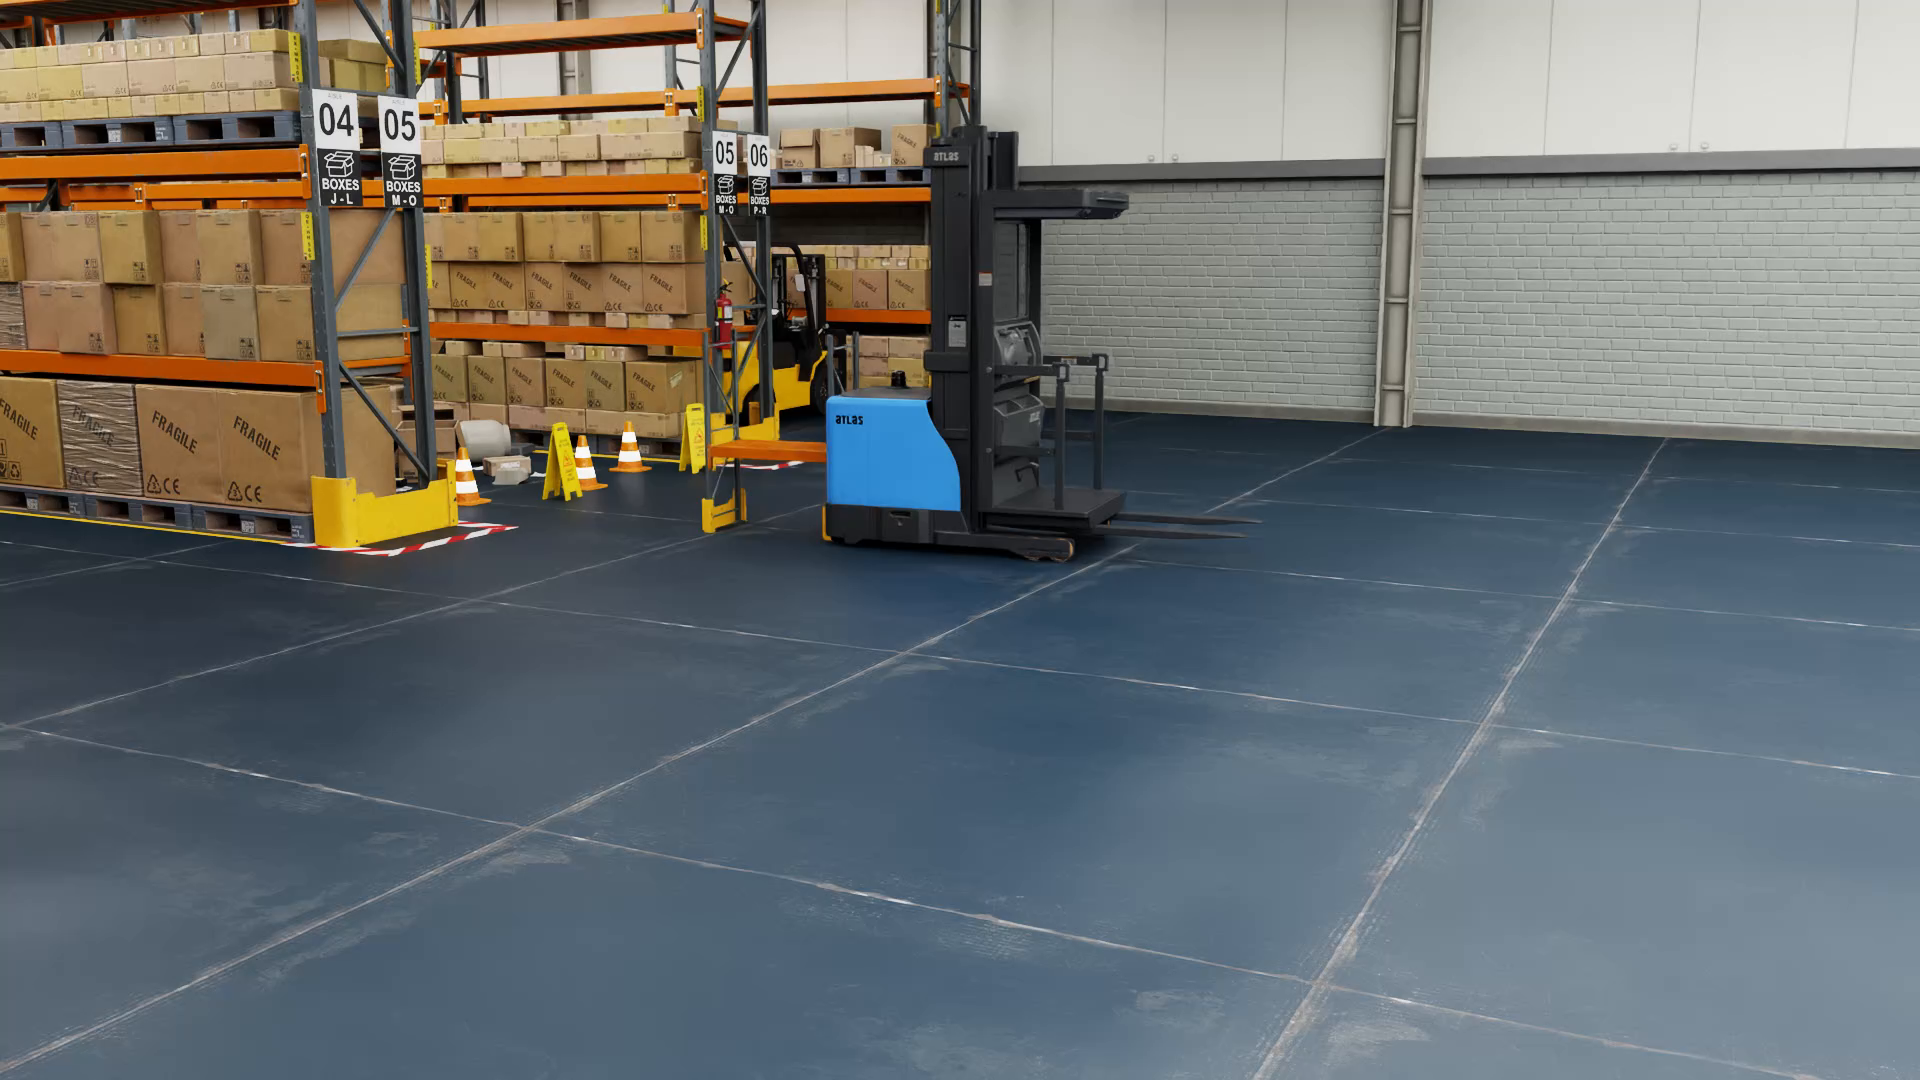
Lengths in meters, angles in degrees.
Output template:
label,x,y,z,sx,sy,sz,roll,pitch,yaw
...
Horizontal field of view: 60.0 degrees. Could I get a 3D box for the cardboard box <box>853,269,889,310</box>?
label,x,y,z,sx,sy,sz,roll,pitch,yaw
cardboard box,-1.027,-3.202,21.217,0.500,0.500,0.500,5,12,28

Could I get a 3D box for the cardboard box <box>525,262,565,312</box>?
label,x,y,z,sx,sy,sz,roll,pitch,yaw
cardboard box,-4.150,-2.638,17.266,0.500,0.500,0.500,5,11,26

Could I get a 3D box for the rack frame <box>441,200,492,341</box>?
label,x,y,z,sx,sy,sz,roll,pitch,yaw
rack frame,-7.183,-3.744,24.493,0.127,3.000,1.000,5,11,26

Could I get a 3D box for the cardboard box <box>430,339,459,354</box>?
label,x,y,z,sx,sy,sz,roll,pitch,yaw
cardboard box,-7.657,-2.719,24.672,0.500,0.500,0.500,5,12,27

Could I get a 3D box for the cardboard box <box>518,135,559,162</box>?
label,x,y,z,sx,sy,sz,roll,pitch,yaw
cardboard box,-4.151,-3.986,16.992,0.500,0.250,0.500,5,11,26

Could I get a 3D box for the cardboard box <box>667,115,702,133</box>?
label,x,y,z,sx,sy,sz,roll,pitch,yaw
cardboard box,-2.635,-4.045,16.199,0.250,0.149,0.380,5,11,26

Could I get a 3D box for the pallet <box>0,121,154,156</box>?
label,x,y,z,sx,sy,sz,roll,pitch,yaw
pallet,-7.159,-3.203,13.332,1.213,0.211,1.003,5,11,26

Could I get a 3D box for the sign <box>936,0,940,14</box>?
label,x,y,z,sx,sy,sz,roll,pitch,yaw
sign,-0.261,-6.478,19.912,0.005,0.325,0.100,5,11,26

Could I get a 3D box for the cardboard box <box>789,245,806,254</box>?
label,x,y,z,sx,sy,sz,roll,pitch,yaw
cardboard box,-2.019,-3.765,21.674,0.250,0.149,0.380,5,11,26

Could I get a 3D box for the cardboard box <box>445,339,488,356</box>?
label,x,y,z,sx,sy,sz,roll,pitch,yaw
cardboard box,-5.293,-2.068,17.850,0.250,0.149,0.380,5,11,27

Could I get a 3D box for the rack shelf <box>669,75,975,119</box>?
label,x,y,z,sx,sy,sz,roll,pitch,yaw
rack shelf,-1.802,-5.672,21.446,4.000,0.370,1.077,5,11,26

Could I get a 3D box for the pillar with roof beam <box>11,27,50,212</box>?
label,x,y,z,sx,sy,sz,roll,pitch,yaw
pillar with roof beam,-18.281,-6.995,25.612,0.548,9.000,9.100,5,11,26

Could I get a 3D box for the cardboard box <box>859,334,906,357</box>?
label,x,y,z,sx,sy,sz,roll,pitch,yaw
cardboard box,-1.020,-2.485,21.270,0.500,0.250,0.500,5,12,27

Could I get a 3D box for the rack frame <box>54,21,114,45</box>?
label,x,y,z,sx,sy,sz,roll,pitch,yaw
rack frame,-14.357,-7.326,27.442,0.127,3.000,1.000,5,11,26

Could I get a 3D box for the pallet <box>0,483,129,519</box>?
label,x,y,z,sx,sy,sz,roll,pitch,yaw
pallet,-7.241,-0.392,13.805,1.213,0.211,1.003,5,11,26

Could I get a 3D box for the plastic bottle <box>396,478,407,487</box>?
label,x,y,z,sx,sy,sz,roll,pitch,yaw
plastic bottle,-5.122,-0.518,14.919,0.283,0.061,0.133,1,10,6

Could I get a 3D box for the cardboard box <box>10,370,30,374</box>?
label,x,y,z,sx,sy,sz,roll,pitch,yaw
cardboard box,-11.558,-2.321,21.418,0.875,0.875,0.875,5,12,27

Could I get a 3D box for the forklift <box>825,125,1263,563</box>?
label,x,y,z,sx,sy,sz,roll,pitch,yaw
forklift,0.599,-1.395,11.705,3.031,2.935,1.130,4,11,20

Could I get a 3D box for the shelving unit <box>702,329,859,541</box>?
label,x,y,z,sx,sy,sz,roll,pitch,yaw
shelving unit,-1.344,-0.813,12.512,1.083,1.500,0.587,4,11,20

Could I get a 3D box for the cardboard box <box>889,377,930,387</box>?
label,x,y,z,sx,sy,sz,roll,pitch,yaw
cardboard box,-0.570,-1.953,21.143,0.500,0.250,0.500,5,11,26

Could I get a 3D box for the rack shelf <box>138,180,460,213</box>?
label,x,y,z,sx,sy,sz,roll,pitch,yaw
rack shelf,-7.582,-3.915,19.037,4.000,0.370,1.077,5,11,26

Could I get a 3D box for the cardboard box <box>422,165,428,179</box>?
label,x,y,z,sx,sy,sz,roll,pitch,yaw
cardboard box,-5.616,-3.923,17.769,0.250,0.149,0.380,5,11,25

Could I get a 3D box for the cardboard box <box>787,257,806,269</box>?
label,x,y,z,sx,sy,sz,roll,pitch,yaw
cardboard box,-2.048,-3.605,21.623,0.250,0.149,0.380,5,11,25

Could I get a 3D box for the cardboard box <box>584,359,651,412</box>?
label,x,y,z,sx,sy,sz,roll,pitch,yaw
cardboard box,-3.505,-1.605,17.111,0.500,0.500,0.500,6,12,28

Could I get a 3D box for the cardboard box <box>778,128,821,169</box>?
label,x,y,z,sx,sy,sz,roll,pitch,yaw
cardboard box,-1.895,-5.041,21.487,0.637,0.503,0.797,5,12,28

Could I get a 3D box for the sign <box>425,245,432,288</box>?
label,x,y,z,sx,sy,sz,roll,pitch,yaw
sign,-4.050,-2.075,12.619,0.005,0.325,0.100,5,11,26

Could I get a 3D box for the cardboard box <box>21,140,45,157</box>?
label,x,y,z,sx,sy,sz,roll,pitch,yaw
cardboard box,-11.085,-4.775,20.309,0.500,0.500,0.500,5,11,26

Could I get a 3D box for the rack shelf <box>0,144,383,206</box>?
label,x,y,z,sx,sy,sz,roll,pitch,yaw
rack shelf,-6.095,-2.801,12.883,4.000,0.370,1.077,5,11,26

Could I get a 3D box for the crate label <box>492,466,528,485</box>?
label,x,y,z,sx,sy,sz,roll,pitch,yaw
crate label,-4.077,-0.587,15.092,0.298,0.136,0.250,-1,10,-4

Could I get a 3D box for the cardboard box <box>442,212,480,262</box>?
label,x,y,z,sx,sy,sz,roll,pitch,yaw
cardboard box,-5.042,-3.210,17.620,0.500,0.500,0.700,5,11,26

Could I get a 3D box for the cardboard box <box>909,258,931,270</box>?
label,x,y,z,sx,sy,sz,roll,pitch,yaw
cardboard box,-0.443,-3.464,20.847,0.250,0.149,0.380,5,11,27

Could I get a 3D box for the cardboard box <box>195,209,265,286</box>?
label,x,y,z,sx,sy,sz,roll,pitch,yaw
cardboard box,-5.151,-2.191,12.460,0.550,0.550,0.875,5,11,26

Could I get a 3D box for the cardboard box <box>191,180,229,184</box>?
label,x,y,z,sx,sy,sz,roll,pitch,yaw
cardboard box,-8.530,-4.400,19.413,0.500,0.500,0.700,5,11,26

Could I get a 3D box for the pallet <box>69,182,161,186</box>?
label,x,y,z,sx,sy,sz,roll,pitch,yaw
pallet,-9.977,-4.376,20.094,1.003,0.211,1.213,6,12,28

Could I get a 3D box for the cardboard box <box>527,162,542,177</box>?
label,x,y,z,sx,sy,sz,roll,pitch,yaw
cardboard box,-4.233,-3.802,17.099,0.250,0.149,0.380,5,11,26

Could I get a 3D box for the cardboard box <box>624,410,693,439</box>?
label,x,y,z,sx,sy,sz,roll,pitch,yaw
cardboard box,-3.067,-1.196,16.960,0.500,0.250,0.500,5,11,26

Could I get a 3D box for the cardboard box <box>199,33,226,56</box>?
label,x,y,z,sx,sy,sz,roll,pitch,yaw
cardboard box,-5.206,-3.535,11.922,0.250,0.149,0.380,5,12,27

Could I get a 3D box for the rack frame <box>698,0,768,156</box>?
label,x,y,z,sx,sy,sz,roll,pitch,yaw
rack frame,-2.201,-5.272,16.093,0.127,3.000,1.000,5,11,26

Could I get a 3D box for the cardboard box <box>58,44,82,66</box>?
label,x,y,z,sx,sy,sz,roll,pitch,yaw
cardboard box,-6.570,-3.654,12.584,0.250,0.149,0.380,5,11,26

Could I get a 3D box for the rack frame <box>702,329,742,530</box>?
label,x,y,z,sx,sy,sz,roll,pitch,yaw
rack frame,-1.813,-0.844,12.681,0.032,1.500,0.500,4,11,20

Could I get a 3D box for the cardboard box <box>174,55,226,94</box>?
label,x,y,z,sx,sy,sz,roll,pitch,yaw
cardboard box,-5.312,-3.360,12.074,0.500,0.250,0.500,5,11,26

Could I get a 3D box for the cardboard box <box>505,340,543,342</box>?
label,x,y,z,sx,sy,sz,roll,pitch,yaw
cardboard box,-6.040,-2.680,24.106,0.625,0.625,0.875,5,12,28

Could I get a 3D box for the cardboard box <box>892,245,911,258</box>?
label,x,y,z,sx,sy,sz,roll,pitch,yaw
cardboard box,-0.658,-3.637,20.966,0.250,0.149,0.380,5,11,26

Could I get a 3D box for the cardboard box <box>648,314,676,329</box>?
label,x,y,z,sx,sy,sz,roll,pitch,yaw
cardboard box,-2.908,-2.194,16.637,0.250,0.149,0.380,5,11,25

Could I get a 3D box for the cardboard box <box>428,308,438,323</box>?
label,x,y,z,sx,sy,sz,roll,pitch,yaw
cardboard box,-5.648,-2.436,17.971,0.250,0.149,0.380,5,11,26

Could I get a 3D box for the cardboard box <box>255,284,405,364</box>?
label,x,y,z,sx,sy,sz,roll,pitch,yaw
cardboard box,-4.654,-1.618,12.324,0.550,0.550,0.875,5,11,26

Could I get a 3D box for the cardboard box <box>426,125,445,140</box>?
label,x,y,z,sx,sy,sz,roll,pitch,yaw
cardboard box,-5.404,-4.287,17.541,0.250,0.149,0.380,5,12,28

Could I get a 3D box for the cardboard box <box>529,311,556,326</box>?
label,x,y,z,sx,sy,sz,roll,pitch,yaw
cardboard box,-4.267,-2.318,17.321,0.250,0.149,0.380,5,11,26

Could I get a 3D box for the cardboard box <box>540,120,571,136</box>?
label,x,y,z,sx,sy,sz,roll,pitch,yaw
cardboard box,-4.025,-4.160,16.837,0.250,0.149,0.380,5,12,27

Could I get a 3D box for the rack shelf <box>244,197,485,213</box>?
label,x,y,z,sx,sy,sz,roll,pitch,yaw
rack shelf,-8.976,-5.023,25.160,4.000,0.370,1.077,5,11,26

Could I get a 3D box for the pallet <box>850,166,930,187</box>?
label,x,y,z,sx,sy,sz,roll,pitch,yaw
pallet,-0.631,-4.606,21.081,1.213,0.211,1.003,5,11,26

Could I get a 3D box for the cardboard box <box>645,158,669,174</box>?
label,x,y,z,sx,sy,sz,roll,pitch,yaw
cardboard box,-2.883,-3.670,16.371,0.250,0.149,0.380,5,11,26

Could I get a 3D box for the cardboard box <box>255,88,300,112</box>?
label,x,y,z,sx,sy,sz,roll,pitch,yaw
cardboard box,-4.749,-3.102,11.770,0.250,0.149,0.380,5,11,26

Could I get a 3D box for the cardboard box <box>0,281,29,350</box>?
label,x,y,z,sx,sy,sz,roll,pitch,yaw
cardboard box,-7.552,-1.884,13.794,0.550,0.550,0.875,5,11,26

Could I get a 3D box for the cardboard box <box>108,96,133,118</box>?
label,x,y,z,sx,sy,sz,roll,pitch,yaw
cardboard box,-6.117,-3.222,12.435,0.250,0.149,0.380,5,11,27

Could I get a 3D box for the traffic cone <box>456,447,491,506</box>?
label,x,y,z,sx,sy,sz,roll,pitch,yaw
traffic cone,-4.149,-0.542,13.926,0.334,0.463,0.336,5,11,26
